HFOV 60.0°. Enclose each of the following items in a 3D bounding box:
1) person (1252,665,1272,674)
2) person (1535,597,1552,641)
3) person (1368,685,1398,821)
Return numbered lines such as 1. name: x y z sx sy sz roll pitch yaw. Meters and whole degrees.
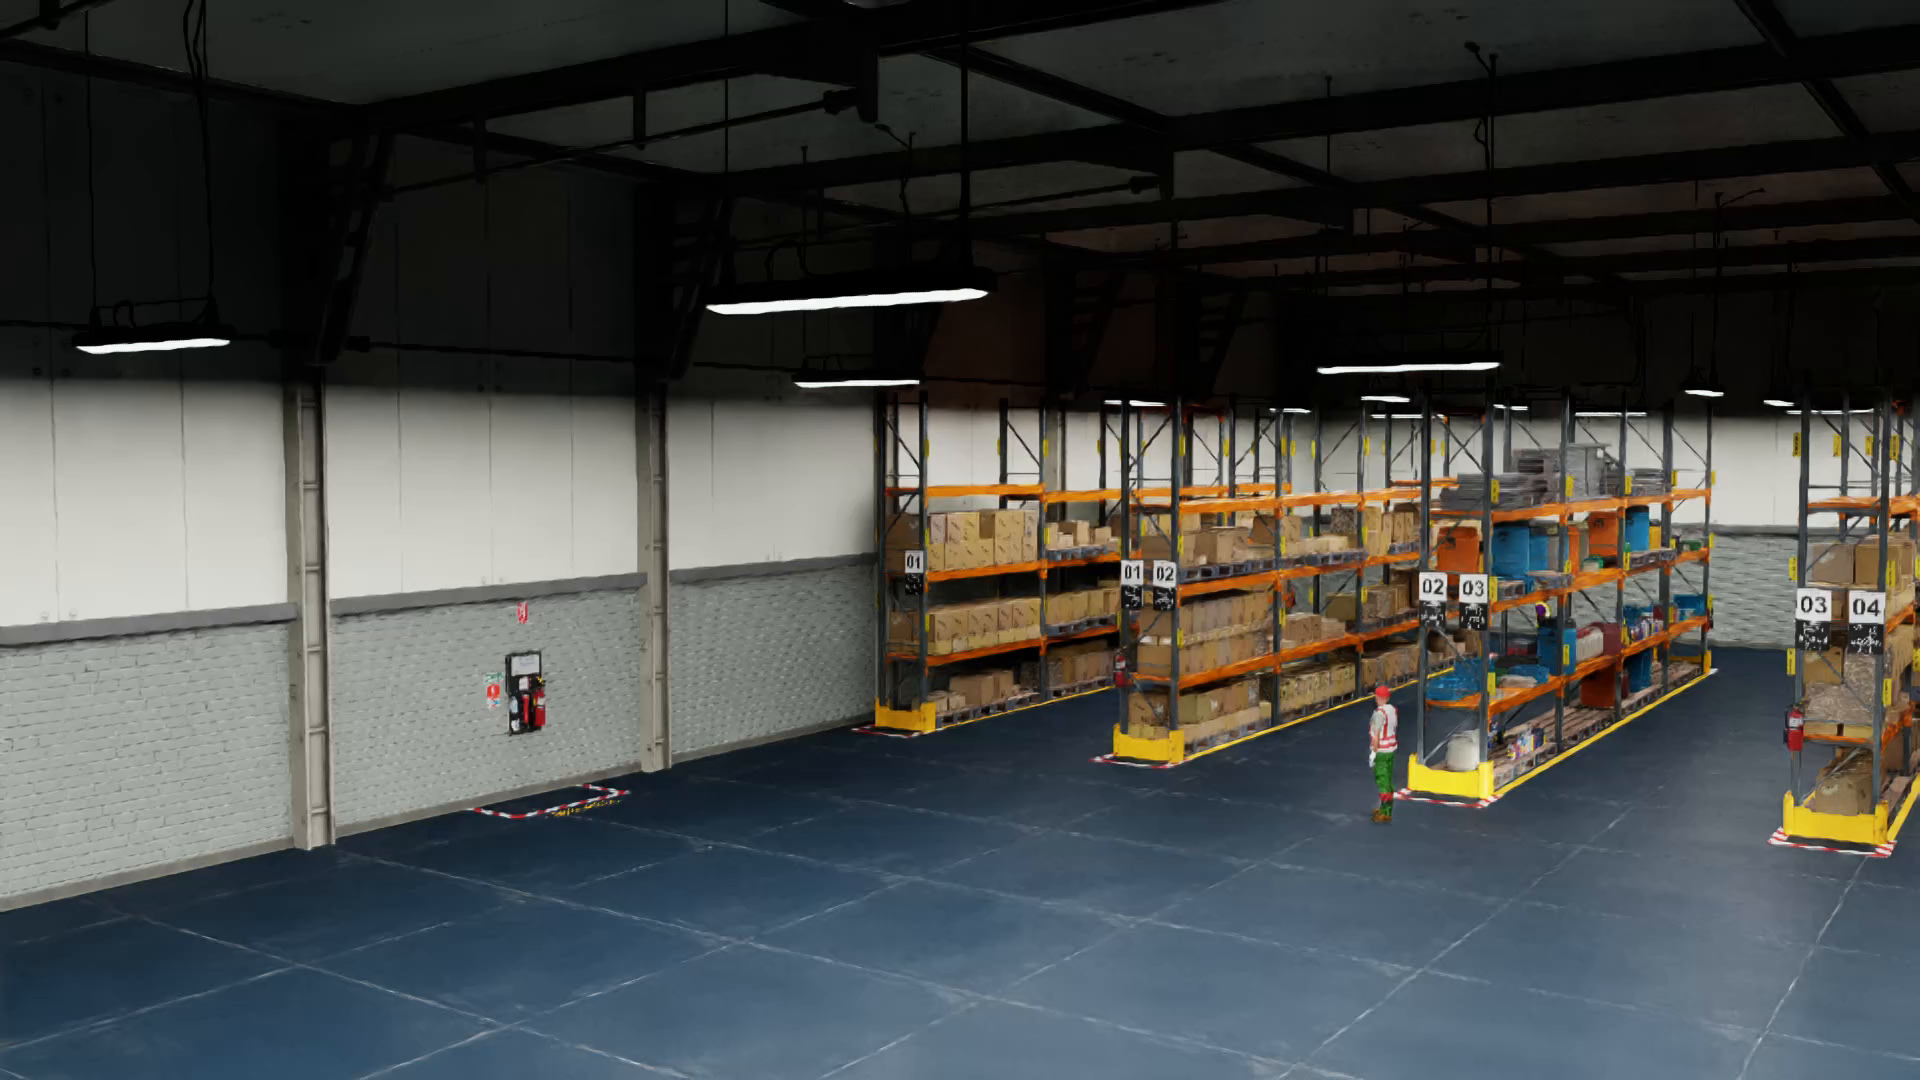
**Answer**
1. person: 6.392 2.253 35.093 0.580 1.618 0.507 2 4 32
2. person: 13.356 1.989 38.015 0.383 1.769 0.693 2 4 33
3. person: 5.683 2.851 22.423 0.397 1.789 0.653 3 4 39
